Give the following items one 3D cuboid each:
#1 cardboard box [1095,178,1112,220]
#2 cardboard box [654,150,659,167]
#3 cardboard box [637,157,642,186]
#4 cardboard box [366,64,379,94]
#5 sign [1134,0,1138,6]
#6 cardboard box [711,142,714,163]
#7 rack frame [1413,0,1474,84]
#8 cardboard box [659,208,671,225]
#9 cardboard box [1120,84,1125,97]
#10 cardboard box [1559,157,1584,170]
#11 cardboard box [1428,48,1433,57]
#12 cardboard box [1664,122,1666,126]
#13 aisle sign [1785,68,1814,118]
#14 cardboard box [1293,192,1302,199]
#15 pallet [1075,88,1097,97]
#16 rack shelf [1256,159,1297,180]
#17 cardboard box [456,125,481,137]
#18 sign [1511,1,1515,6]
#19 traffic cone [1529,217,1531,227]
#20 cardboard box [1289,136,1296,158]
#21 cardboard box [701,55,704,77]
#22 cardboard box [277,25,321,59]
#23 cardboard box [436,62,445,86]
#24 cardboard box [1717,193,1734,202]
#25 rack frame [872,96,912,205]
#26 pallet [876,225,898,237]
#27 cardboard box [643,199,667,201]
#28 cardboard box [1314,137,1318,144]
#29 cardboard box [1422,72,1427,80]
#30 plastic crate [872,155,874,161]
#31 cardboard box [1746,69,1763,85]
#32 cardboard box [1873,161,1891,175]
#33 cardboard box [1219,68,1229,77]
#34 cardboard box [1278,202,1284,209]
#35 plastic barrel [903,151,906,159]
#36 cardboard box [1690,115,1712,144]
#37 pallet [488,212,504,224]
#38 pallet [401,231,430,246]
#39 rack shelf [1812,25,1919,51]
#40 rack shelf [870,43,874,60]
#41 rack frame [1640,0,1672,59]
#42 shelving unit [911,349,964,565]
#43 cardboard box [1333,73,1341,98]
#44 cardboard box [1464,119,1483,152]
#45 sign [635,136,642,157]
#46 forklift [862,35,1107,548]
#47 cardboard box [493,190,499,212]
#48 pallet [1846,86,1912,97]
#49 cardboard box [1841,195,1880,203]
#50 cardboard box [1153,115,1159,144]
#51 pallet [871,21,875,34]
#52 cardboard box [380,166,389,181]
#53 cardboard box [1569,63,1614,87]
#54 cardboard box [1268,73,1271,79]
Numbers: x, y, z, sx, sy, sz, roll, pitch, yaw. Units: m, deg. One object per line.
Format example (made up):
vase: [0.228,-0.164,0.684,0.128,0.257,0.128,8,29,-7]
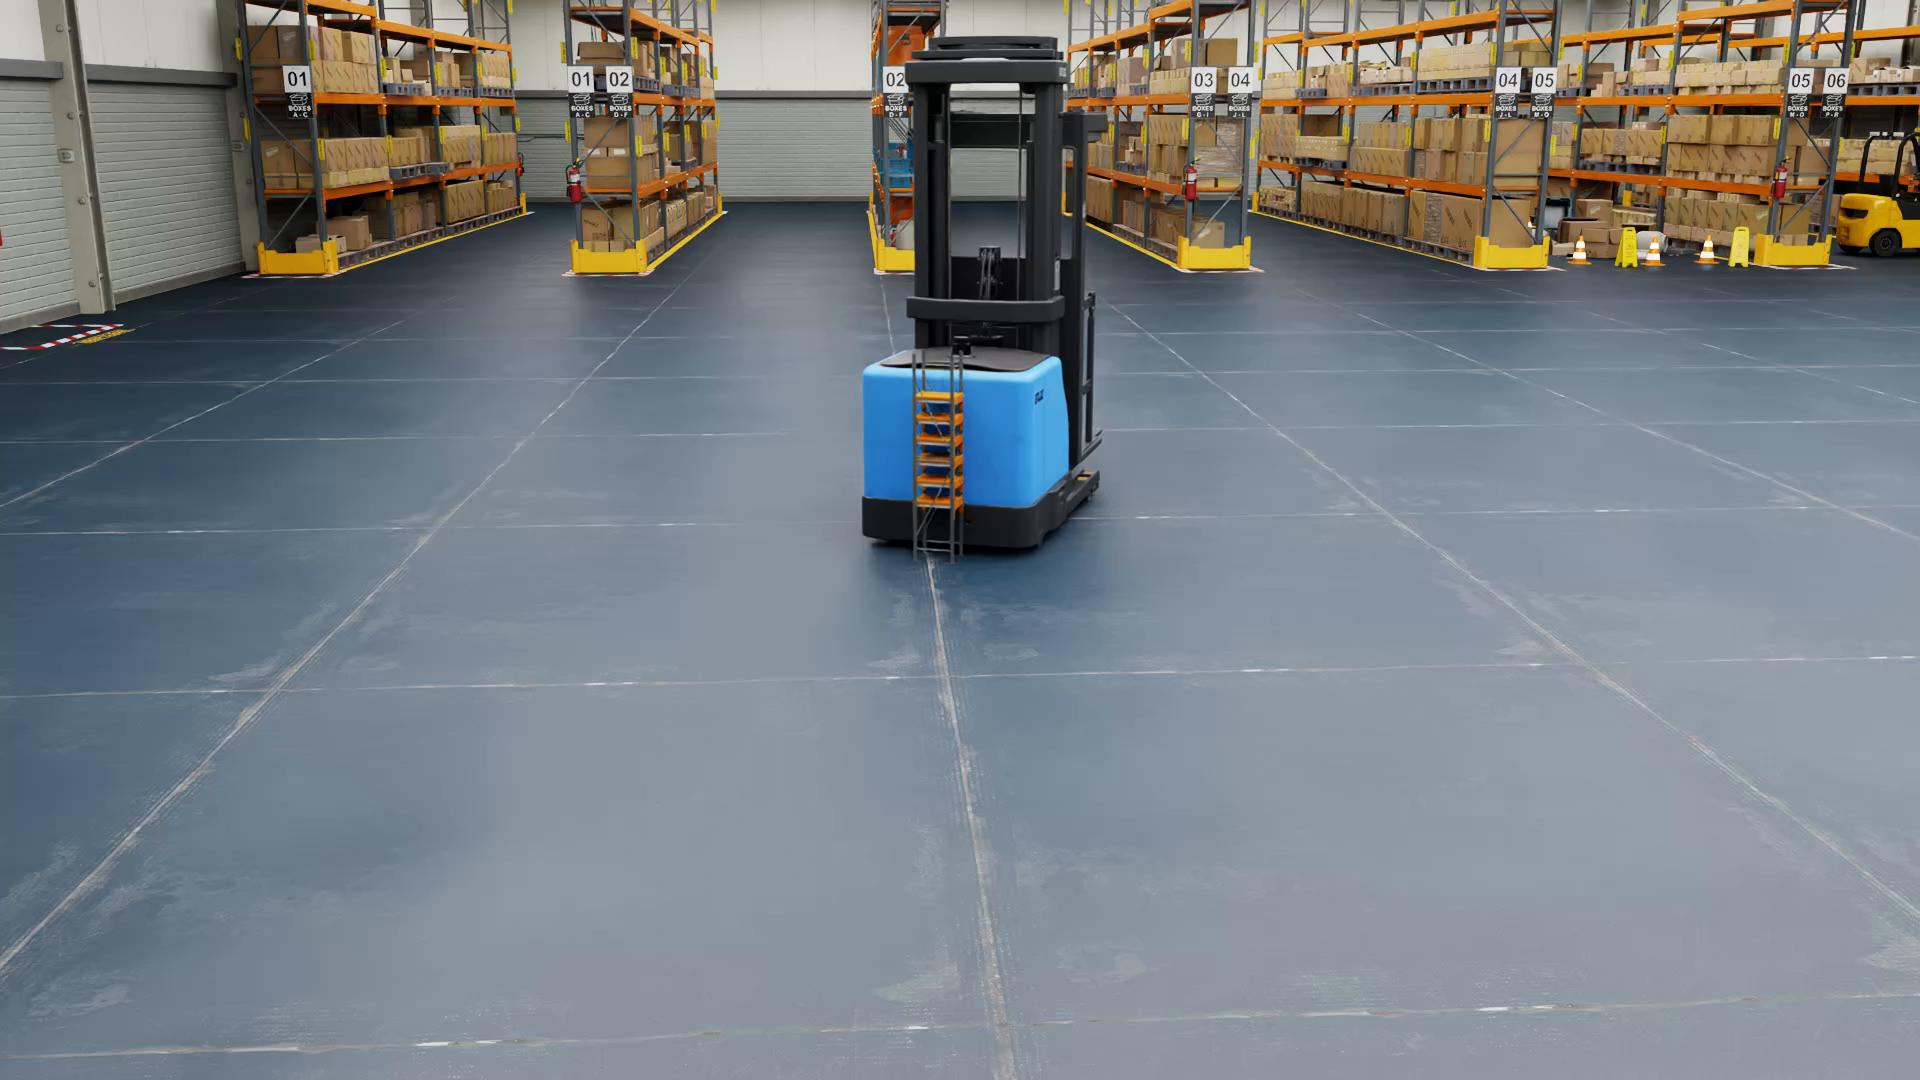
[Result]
cardboard box: [3.650,-7.520,36.657,1.225,0.875,0.875,-1,14,-3]
cardboard box: [-5.985,-7.176,31.697,0.500,0.500,0.500,0,14,1]
cardboard box: [-5.751,-6.229,28.017,0.700,0.500,0.500,-1,14,-3]
cardboard box: [-10.586,-8.116,29.291,0.500,0.500,0.500,0,14,-2]
sign: [4.012,-12.354,37.950,0.100,0.325,0.005,-1,14,-3]
cardboard box: [-6.304,-9.478,40.643,0.500,0.500,0.500,-1,14,-3]
rack frame: [8.924,-9.914,30.500,1.000,3.000,0.127,-1,14,-3]
cardboard box: [-5.698,-6.055,31.091,0.500,0.311,0.500,-1,14,-3]
cardboard box: [3.526,-9.084,33.593,0.500,0.250,0.500,-1,14,-2]
cardboard box: [13.320,-8.154,36.000,0.500,0.250,0.500,-1,14,-5]
cardboard box: [8.639,-8.756,29.877,0.380,0.149,0.250,-1,14,-4]
cardboard box: [14.012,-8.211,32.979,0.380,0.149,0.250,0,14,0]
aisle sign: [13.820,-7.355,27.374,0.394,0.787,0.004,-1,14,-3]
cardboard box: [8.146,-8.194,39.537,0.380,0.149,0.250,0,14,-2]
pallet: [3.359,-10.863,40.385,1.003,0.211,1.213,-1,14,-3]
rack shelf: [8.304,-9.147,41.003,1.077,0.370,4.000,-1,14,-3]
cardboard box: [-11.076,-9.171,37.307,0.500,0.250,0.500,-1,14,-2]
sign: [12.807,-12.532,38.482,0.100,0.325,0.005,-1,14,-3]
traffic cone: [11.368,-6.225,33.293,0.336,0.463,0.334,-1,14,-3]
cardboard box: [8.116,-9.307,39.381,0.500,0.500,0.500,-1,14,-3]
cardboard box: [-6.411,-11.152,39.121,0.700,0.500,0.500,-1,14,-3]
cardboard box: [-10.398,-7.828,26.163,0.500,0.500,0.500,-2,15,-7]
cardboard box: [-11.306,-9.825,35.091,0.700,0.500,0.500,0,14,-1]
cardboard box: [13.679,-6.078,29.499,0.380,0.149,0.250,0,14,-1]
rack frame: [-1.720,-9.865,42.349,1.000,3.000,0.127,-1,14,-3]
pallet: [-1.215,-6.332,34.213,1.003,0.211,1.213,-1,14,-3]
cardboard box: [-6.461,-7.032,35.470,0.500,0.500,0.500,0,14,-1]
cardboard box: [8.095,-8.875,36.966,0.380,0.149,0.250,0,14,-2]
cardboard box: [8.625,-8.432,30.218,0.380,0.149,0.250,-1,14,-3]
plastic crate: [-2.054,-9.450,41.146,0.250,0.136,0.298,-1,14,-3]
cardboard box: [13.789,-7.888,28.349,0.500,0.250,0.500,-1,14,-4]
cardboard box: [18.483,-7.362,32.919,0.500,0.250,0.500,-1,14,-4]
cardboard box: [4.428,-7.608,27.056,0.380,0.149,0.250,-1,14,-4]
cardboard box: [7.999,-8.171,40.642,0.380,0.149,0.250,-1,14,-4]
plastic barrel: [-0.921,-7.573,33.214,0.421,0.512,0.421,0,14,0]
cardboard box: [13.683,-7.422,30.048,0.700,0.500,0.500,-1,14,-5]
pallet: [-11.329,-7.557,38.976,1.003,0.211,1.213,-1,14,-3]
pallet: [-10.993,-5.875,32.438,1.003,0.211,1.213,-1,14,-3]
rack shelf: [18.688,-10.049,33.269,1.077,0.370,4.000,-1,14,-3]
rack shelf: [-1.596,-11.731,39.808,1.077,0.370,4.000,-1,14,-3]
rack frame: [18.068,-13.078,42.795,1.000,3.000,0.127,-1,14,-3]
shelving unit: [-0.125,-0.469,9.441,0.258,1.200,0.189,4,15,15]
cardboard box: [8.343,-9.767,35.747,0.500,0.500,0.500,-1,14,-3]
cardboard box: [9.061,-6.838,28.115,0.875,0.550,0.550,-1,14,-3]
sign: [-5.118,-6.275,26.500,0.100,0.325,0.005,-1,14,-3]
forklift: [0.314,-1.694,10.730,1.130,2.935,3.031,4,15,15]
cardboard box: [-11.332,-8.023,39.362,0.700,0.500,0.500,-1,14,-4]
pallet: [18.768,-9.099,33.728,1.003,0.211,1.213,0,14,-1]
cardboard box: [18.679,-6.751,34.168,0.875,0.625,0.625,-1,15,-6]
cardboard box: [3.774,-7.394,29.940,0.500,0.500,0.500,-1,14,-3]
pallet: [-1.238,-10.676,34.642,1.213,0.211,1.003,-1,14,-3]
cardboard box: [-10.533,-6.552,29.732,0.500,0.250,0.500,-1,14,-3]
cardboard box: [13.436,-9.903,35.425,0.797,0.503,0.637,-2,15,-7]
cardboard box: [7.915,-11.592,41.538,0.380,0.149,0.250,-1,14,-4]
